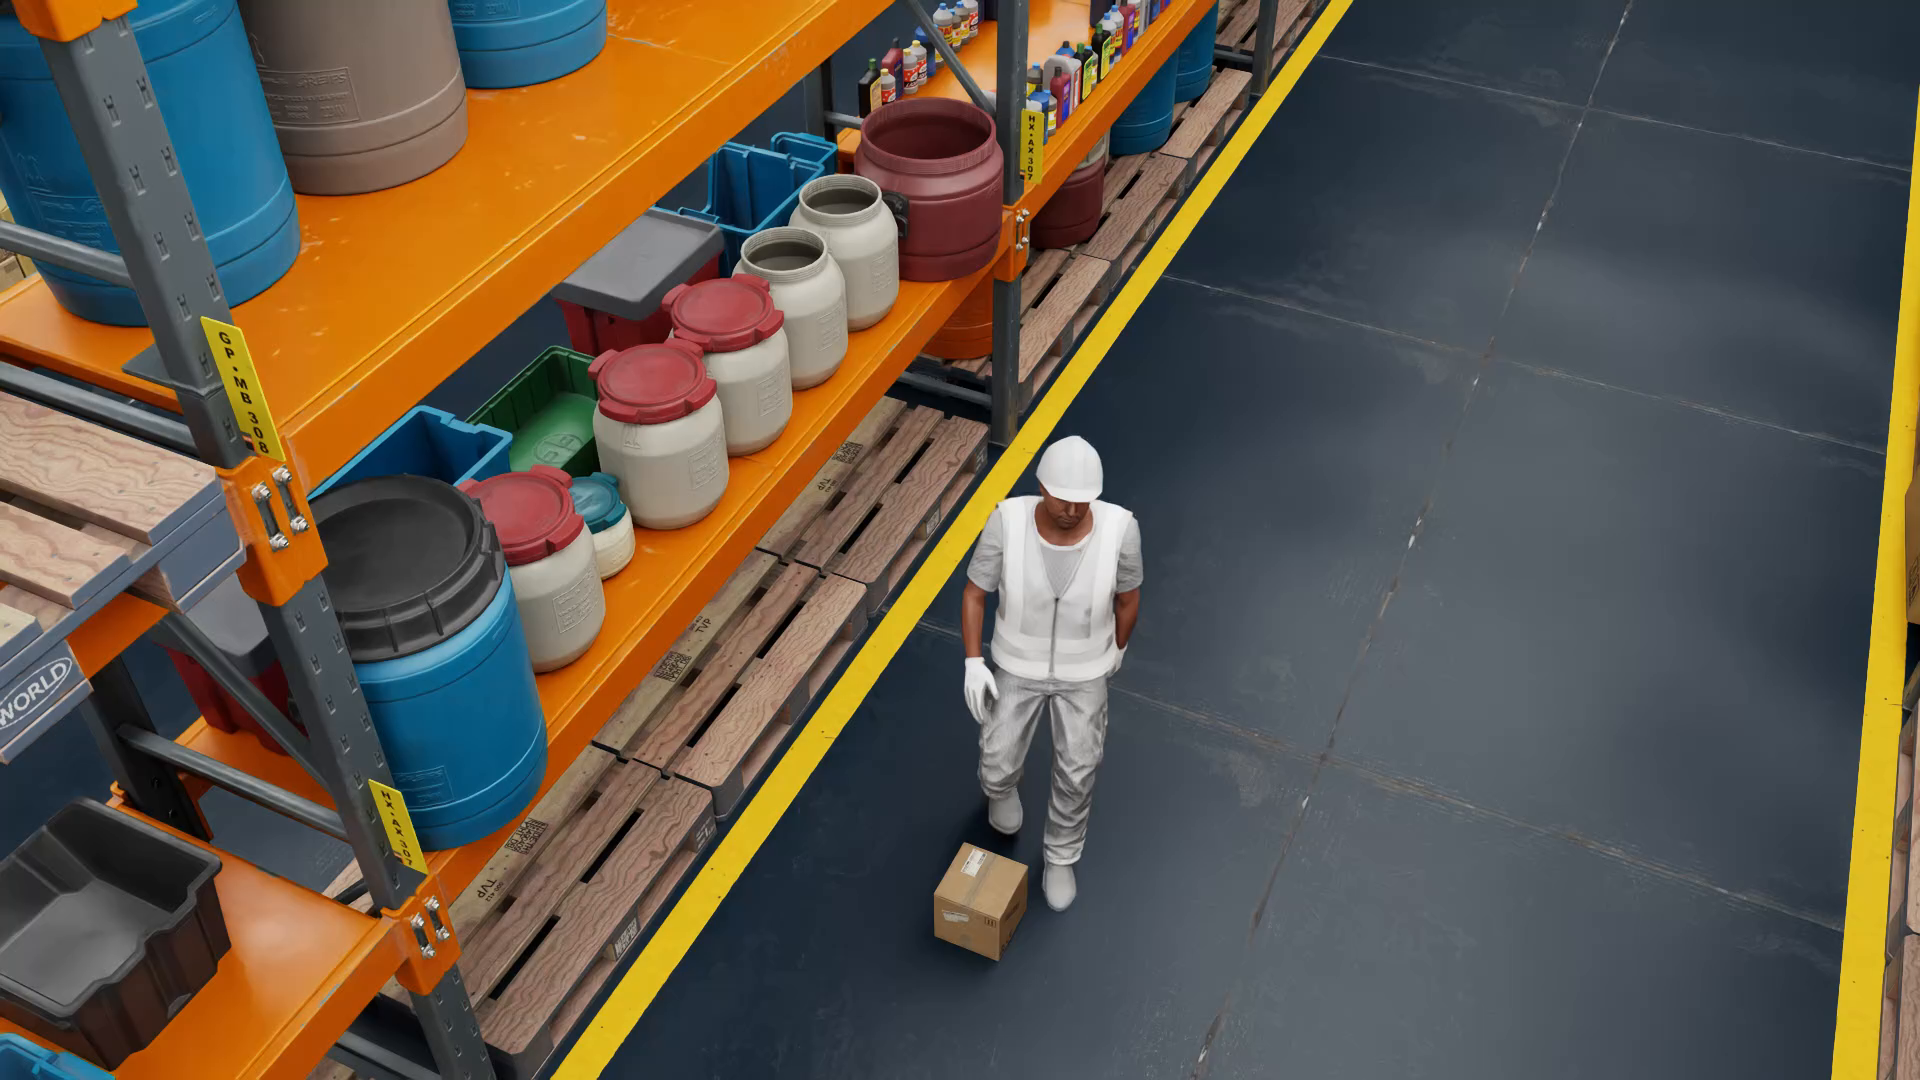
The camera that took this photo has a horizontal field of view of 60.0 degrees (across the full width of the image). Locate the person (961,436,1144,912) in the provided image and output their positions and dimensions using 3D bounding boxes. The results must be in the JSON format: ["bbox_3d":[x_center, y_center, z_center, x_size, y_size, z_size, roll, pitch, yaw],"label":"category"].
[{"bbox_3d":[0.301,0.476,5.656,0.608,1.755,0.657,3,42,3],"label":"person"}]
